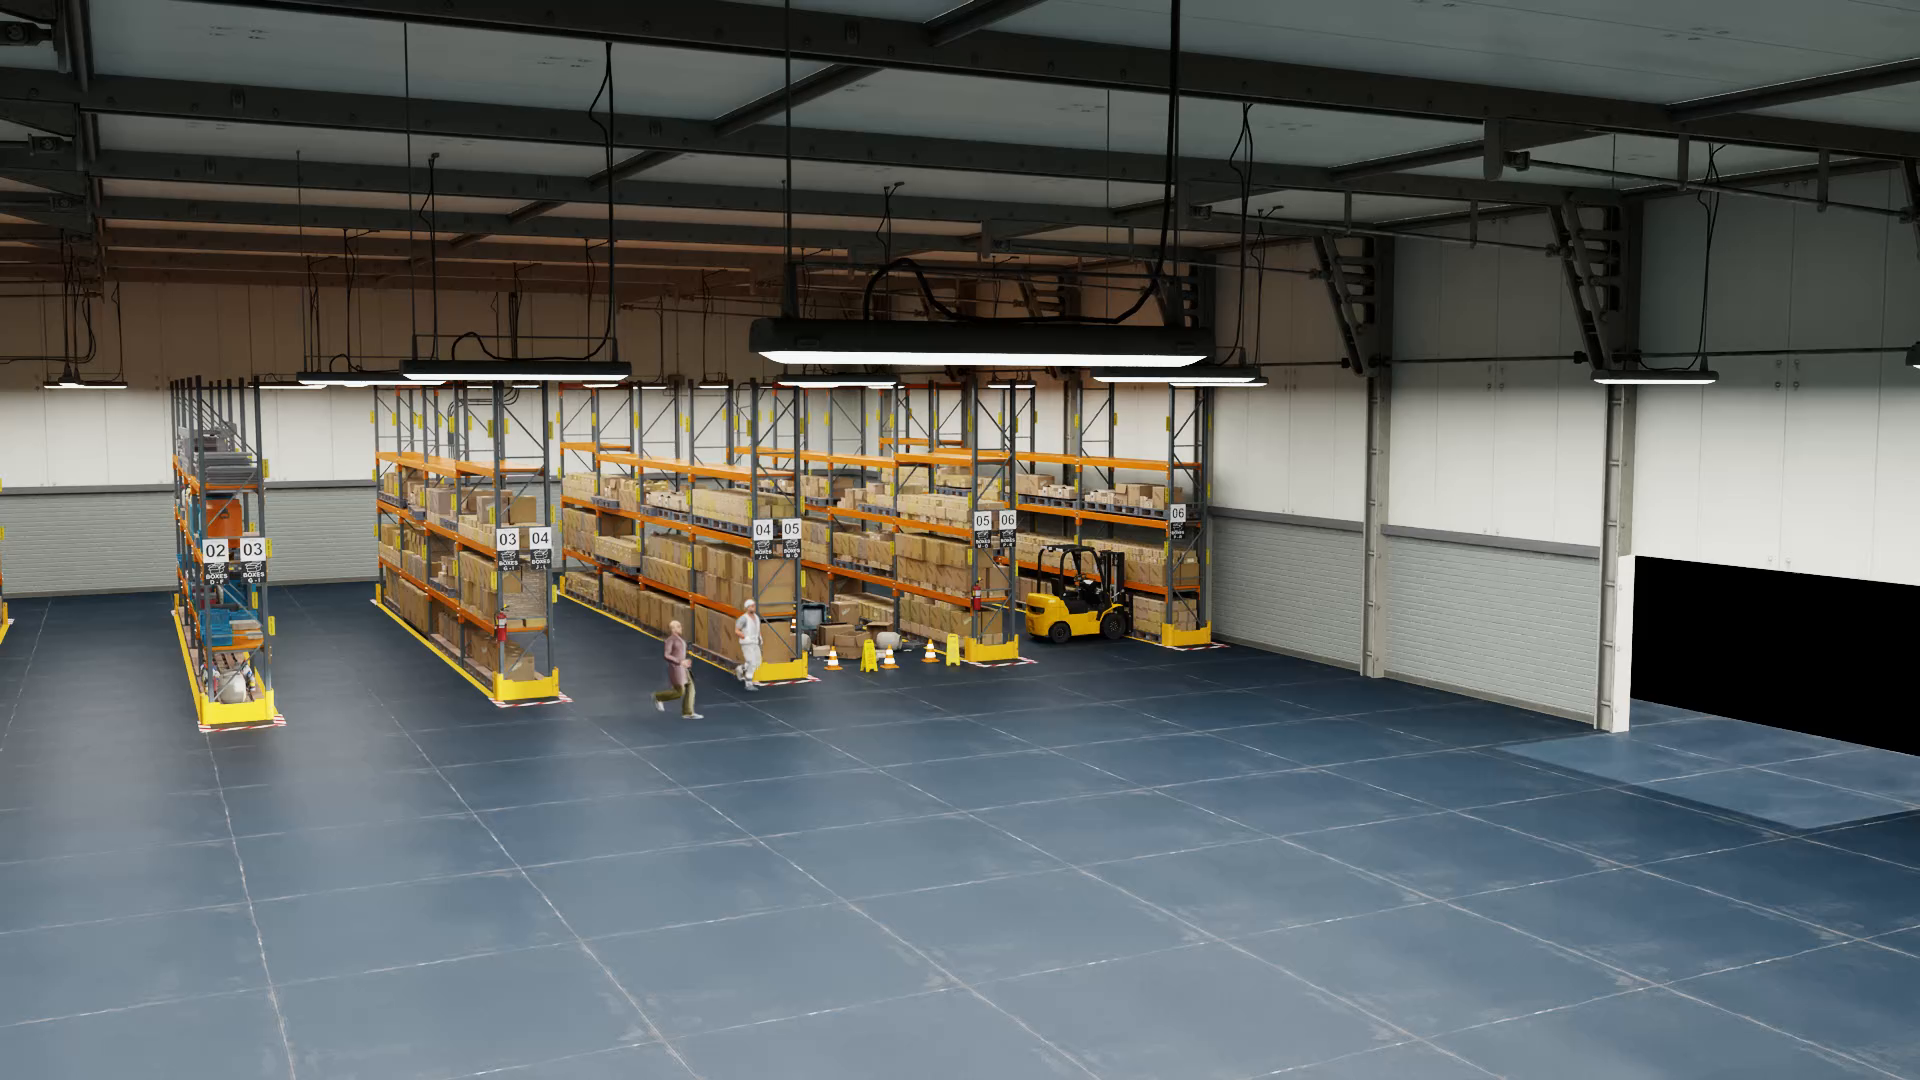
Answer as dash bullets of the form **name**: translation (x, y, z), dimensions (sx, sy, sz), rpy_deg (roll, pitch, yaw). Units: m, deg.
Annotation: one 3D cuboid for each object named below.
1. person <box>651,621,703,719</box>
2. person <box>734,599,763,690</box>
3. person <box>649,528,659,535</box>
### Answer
- **person**: translation (-4.945, 2.275, 29.122), dimensions (0.920, 1.742, 0.725), rpy_deg (1, 5, 12)
- **person**: translation (-4.103, 2.013, 32.157), dimensions (0.650, 1.747, 0.705), rpy_deg (3, 6, 33)
- **person**: translation (-8.943, 0.481, 49.948), dimensions (1.034, 1.664, 0.609), rpy_deg (-3, 6, -27)
